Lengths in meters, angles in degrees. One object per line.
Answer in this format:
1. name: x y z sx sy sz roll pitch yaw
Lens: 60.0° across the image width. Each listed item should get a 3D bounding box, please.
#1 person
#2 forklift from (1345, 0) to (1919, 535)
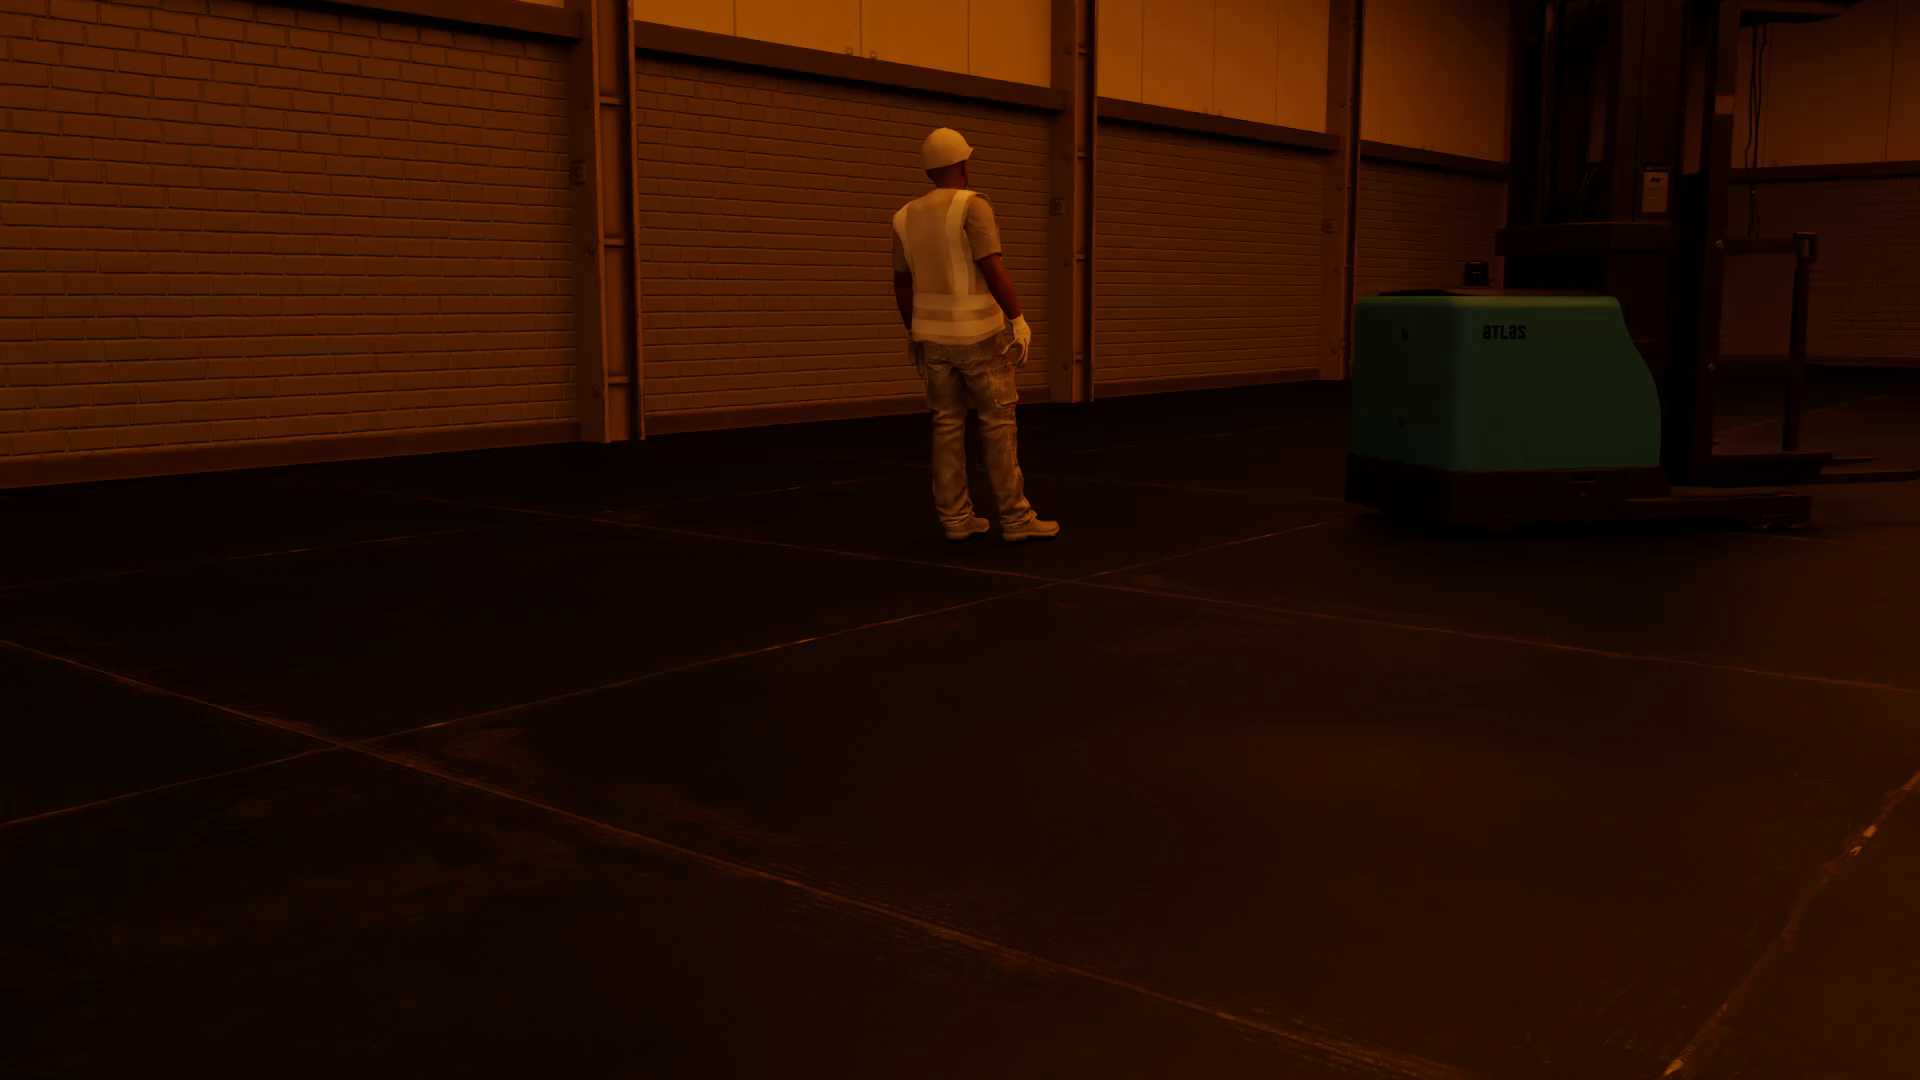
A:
1. person: 0.052 -0.896 7.325 0.656 1.781 0.577 7 11 38
2. forklift: 3.482 -1.567 7.991 3.031 2.935 1.130 -2 9 -15
